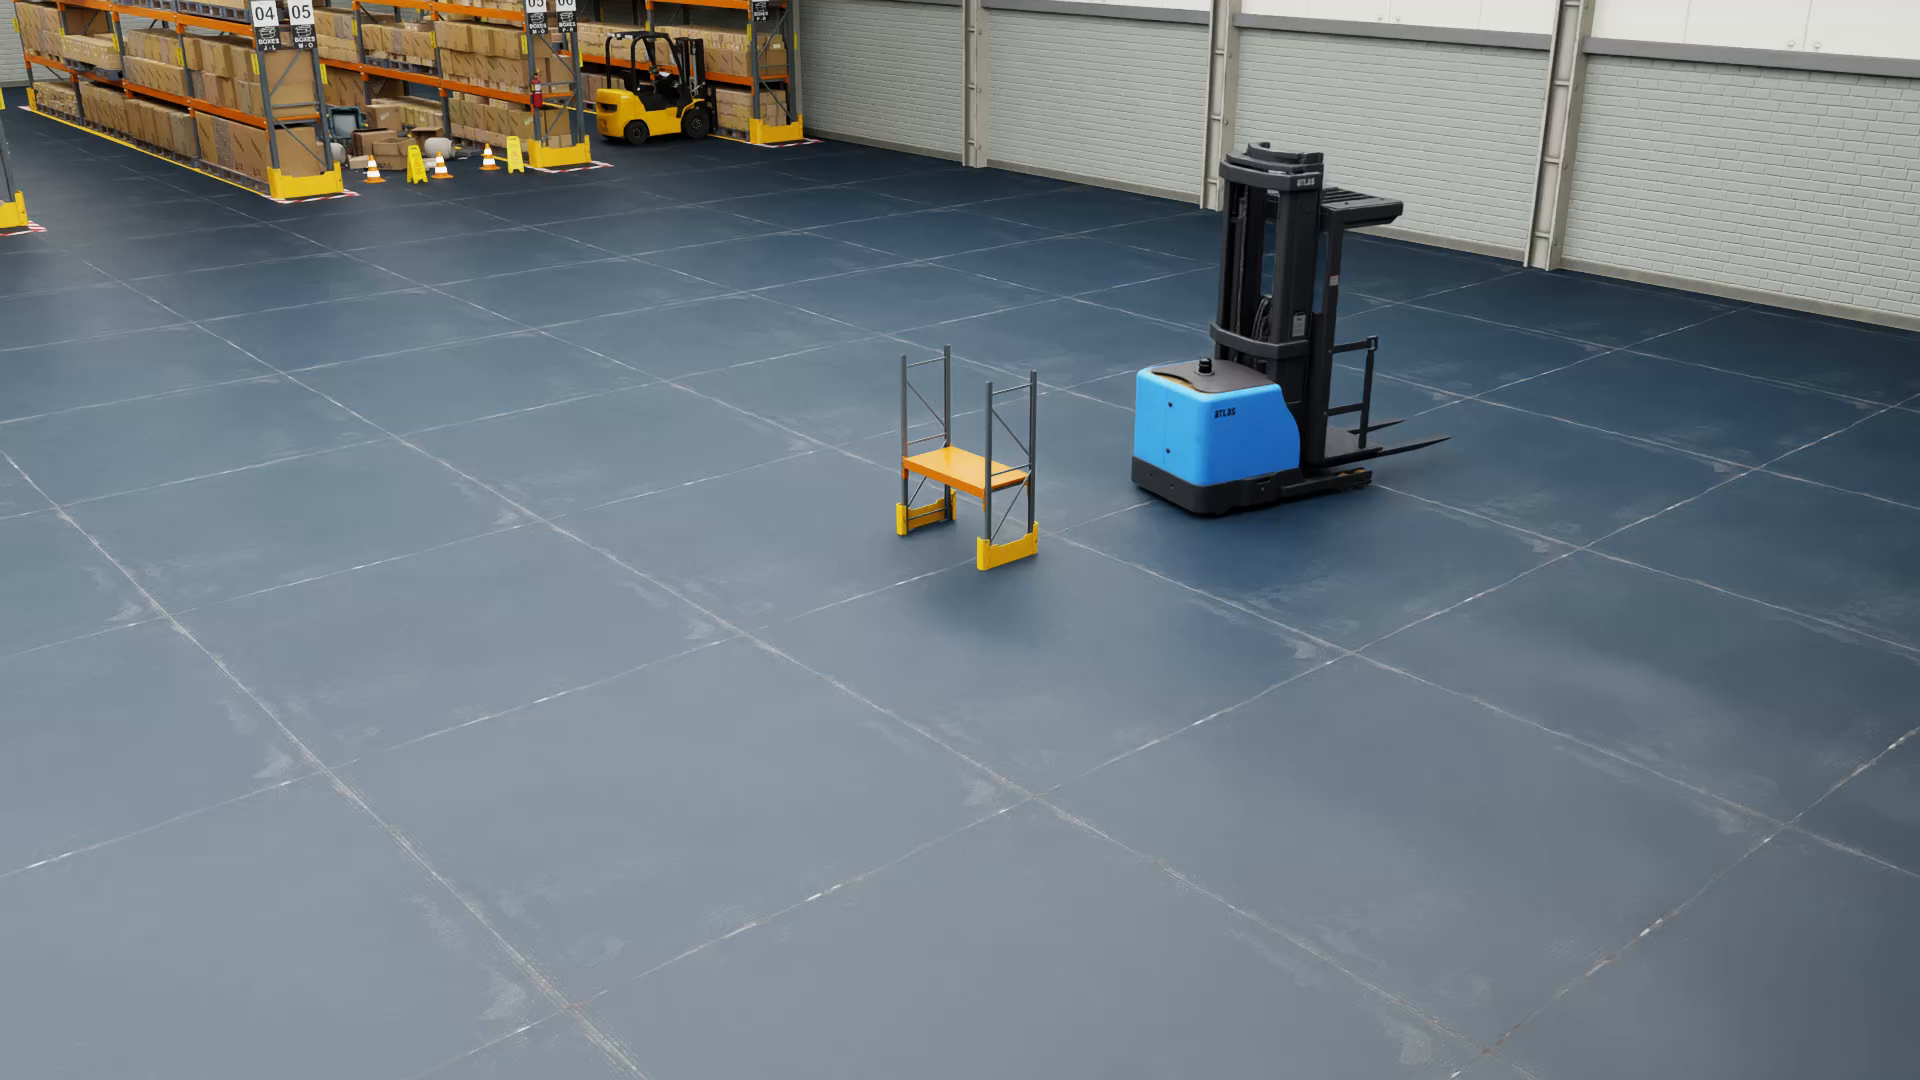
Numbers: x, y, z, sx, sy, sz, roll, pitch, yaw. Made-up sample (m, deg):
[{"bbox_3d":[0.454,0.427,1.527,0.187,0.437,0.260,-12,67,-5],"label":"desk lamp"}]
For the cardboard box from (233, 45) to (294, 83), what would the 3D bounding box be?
[{"bbox_3d":[-11.938,-8.201,28.622,0.875,0.550,0.550,-17,27,-37],"label":"cardboard box"}]

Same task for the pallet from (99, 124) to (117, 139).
[{"bbox_3d":[-17.819,-8.851,35.793,1.003,0.211,1.213,-17,27,-37],"label":"pallet"}]

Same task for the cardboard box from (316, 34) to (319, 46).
[{"bbox_3d":[-14.700,-11.599,38.505,0.500,0.250,0.500,-17,27,-37],"label":"cardboard box"}]

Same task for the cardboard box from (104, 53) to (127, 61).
[{"bbox_3d":[-17.185,-9.842,33.859,0.380,0.149,0.250,-17,27,-36],"label":"cardboard box"}]

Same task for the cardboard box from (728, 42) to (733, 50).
[{"bbox_3d":[-4.605,-10.303,34.649,0.380,0.149,0.250,-17,27,-36],"label":"cardboard box"}]

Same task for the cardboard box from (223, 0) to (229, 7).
[{"bbox_3d":[-12.266,-9.130,28.199,0.380,0.149,0.250,-17,27,-37],"label":"cardboard box"}]

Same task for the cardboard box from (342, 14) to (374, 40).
[{"bbox_3d":[-13.370,-11.395,36.957,0.500,0.500,0.500,-18,28,-39],"label":"cardboard box"}]

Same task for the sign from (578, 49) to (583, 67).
[{"bbox_3d":[-7.201,-9.125,31.481,0.100,0.325,0.005,-17,27,-37],"label":"sign"}]

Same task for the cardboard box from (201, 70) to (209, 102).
[{"bbox_3d":[-13.281,-8.316,30.396,0.875,0.550,0.550,-17,27,-37],"label":"cardboard box"}]

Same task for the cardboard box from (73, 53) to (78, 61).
[{"bbox_3d":[-18.712,-10.347,35.557,0.380,0.149,0.250,-17,27,-37],"label":"cardboard box"}]

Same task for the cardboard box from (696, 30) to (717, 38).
[{"bbox_3d":[-5.405,-10.807,35.529,0.380,0.149,0.250,-17,27,-37],"label":"cardboard box"}]

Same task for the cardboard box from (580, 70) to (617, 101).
[{"bbox_3d":[-8.679,-10.900,39.880,0.875,0.625,0.625,-16,27,-36],"label":"cardboard box"}]

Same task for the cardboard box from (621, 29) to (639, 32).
[{"bbox_3d":[-7.430,-11.459,37.600,0.380,0.149,0.250,-19,28,-39],"label":"cardboard box"}]

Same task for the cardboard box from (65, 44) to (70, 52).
[{"bbox_3d":[-19.050,-10.629,35.870,0.380,0.149,0.250,-18,28,-38],"label":"cardboard box"}]

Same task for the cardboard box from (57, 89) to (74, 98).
[{"bbox_3d":[-20.280,-10.154,37.814,0.380,0.149,0.250,-19,28,-40],"label":"cardboard box"}]

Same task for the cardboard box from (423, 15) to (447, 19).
[{"bbox_3d":[-14.206,-14.075,45.104,0.500,0.250,0.500,-17,27,-37],"label":"cardboard box"}]

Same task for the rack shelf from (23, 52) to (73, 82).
[{"bbox_3d":[-20.434,-10.919,38.236,1.077,0.370,4.000,-17,27,-37],"label":"rack shelf"}]

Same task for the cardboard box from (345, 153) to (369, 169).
[{"bbox_3d":[-11.390,-7.182,31.456,0.396,0.266,0.258,-12,25,-28],"label":"cardboard box"}]

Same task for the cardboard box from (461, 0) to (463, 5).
[{"bbox_3d":[-9.532,-10.550,32.538,0.380,0.149,0.250,-19,28,-39],"label":"cardboard box"}]

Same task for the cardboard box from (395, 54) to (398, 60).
[{"bbox_3d":[-11.866,-10.377,35.634,0.380,0.149,0.250,-16,27,-35],"label":"cardboard box"}]

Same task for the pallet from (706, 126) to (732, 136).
[{"bbox_3d":[-5.177,-9.015,36.211,1.003,0.211,1.213,-17,27,-37],"label":"pallet"}]

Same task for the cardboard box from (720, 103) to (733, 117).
[{"bbox_3d":[-4.728,-9.124,35.176,0.500,0.250,0.500,-18,28,-38],"label":"cardboard box"}]

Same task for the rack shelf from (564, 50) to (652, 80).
[{"bbox_3d":[-7.770,-11.098,38.692,1.077,0.370,4.000,-17,27,-37],"label":"rack shelf"}]

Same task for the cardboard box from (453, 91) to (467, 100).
[{"bbox_3d":[-10.006,-8.988,33.595,0.380,0.149,0.250,-17,27,-37],"label":"cardboard box"}]

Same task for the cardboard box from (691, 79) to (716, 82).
[{"bbox_3d":[-5.655,-10.035,36.815,0.500,0.250,0.500,-18,28,-38],"label":"cardboard box"}]

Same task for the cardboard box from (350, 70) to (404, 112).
[{"bbox_3d":[-13.222,-10.220,37.801,0.875,0.875,0.875,-18,28,-38],"label":"cardboard box"}]

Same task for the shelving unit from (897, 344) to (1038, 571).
[{"bbox_3d":[0.050,-0.677,13.157,0.587,1.500,1.083,-17,27,-37],"label":"shelving unit"}]

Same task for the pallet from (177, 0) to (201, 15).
[{"bbox_3d":[-13.381,-9.618,29.936,1.003,0.211,1.213,-17,27,-37],"label":"pallet"}]

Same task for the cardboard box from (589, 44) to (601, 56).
[{"bbox_3d":[-8.305,-11.454,38.821,0.500,0.250,0.500,-19,28,-39],"label":"cardboard box"}]

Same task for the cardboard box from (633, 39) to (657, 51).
[{"bbox_3d":[-6.979,-11.118,37.277,0.500,0.250,0.500,-18,28,-39],"label":"cardboard box"}]

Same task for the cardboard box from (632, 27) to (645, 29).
[{"bbox_3d":[-7.324,-11.742,38.323,0.380,0.149,0.250,-18,27,-38],"label":"cardboard box"}]

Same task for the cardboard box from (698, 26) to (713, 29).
[{"bbox_3d":[-5.502,-11.148,36.399,0.380,0.149,0.250,-18,28,-38],"label":"cardboard box"}]

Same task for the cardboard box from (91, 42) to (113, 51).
[{"bbox_3d":[-17.695,-10.193,34.349,0.380,0.149,0.250,-16,27,-36],"label":"cardboard box"}]

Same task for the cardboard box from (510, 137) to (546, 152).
[{"bbox_3d":[-8.359,-7.674,32.157,0.500,0.250,0.500,-18,27,-38],"label":"cardboard box"}]

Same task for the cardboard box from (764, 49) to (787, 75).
[{"bbox_3d":[-3.967,-10.025,34.829,0.500,0.500,0.500,-16,27,-36],"label":"cardboard box"}]

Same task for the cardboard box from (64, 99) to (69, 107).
[{"bbox_3d":[-19.950,-9.861,37.474,0.380,0.149,0.250,-19,28,-39],"label":"cardboard box"}]

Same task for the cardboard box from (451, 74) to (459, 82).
[{"bbox_3d":[-10.056,-9.360,33.613,0.380,0.149,0.250,-16,27,-36],"label":"cardboard box"}]

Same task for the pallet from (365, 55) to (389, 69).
[{"bbox_3d":[-12.288,-10.542,36.549,1.213,0.211,1.003,-17,27,-37],"label":"pallet"}]

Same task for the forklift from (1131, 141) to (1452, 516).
[{"bbox_3d":[3.044,-1.942,14.423,3.031,2.935,1.130,-12,24,-27],"label":"forklift"}]

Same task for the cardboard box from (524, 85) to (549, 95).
[{"bbox_3d":[-8.018,-8.528,31.489,0.380,0.149,0.250,-16,27,-36],"label":"cardboard box"}]

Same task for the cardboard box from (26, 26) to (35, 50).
[{"bbox_3d":[-21.288,-11.660,38.596,0.500,0.500,0.500,-17,27,-37],"label":"cardboard box"}]

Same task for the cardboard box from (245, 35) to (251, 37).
[{"bbox_3d":[-17.609,-12.725,41.724,0.500,0.500,0.500,-18,28,-38],"label":"cardboard box"}]

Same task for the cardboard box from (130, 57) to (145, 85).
[{"bbox_3d":[-16.095,-9.315,33.016,0.500,0.500,0.500,-18,28,-38],"label":"cardboard box"}]

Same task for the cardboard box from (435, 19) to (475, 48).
[{"bbox_3d":[-10.100,-10.175,33.434,0.700,0.500,0.500,-18,28,-38],"label":"cardboard box"}]

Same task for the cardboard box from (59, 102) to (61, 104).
[{"bbox_3d":[-20.438,-9.971,38.162,0.380,0.149,0.250,-17,27,-36],"label":"cardboard box"}]

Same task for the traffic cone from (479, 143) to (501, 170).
[{"bbox_3d":[-8.870,-7.223,31.291,0.336,0.463,0.334,-17,27,-37],"label":"traffic cone"}]

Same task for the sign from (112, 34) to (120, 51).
[{"bbox_3d":[-16.923,-9.967,33.339,0.100,0.325,0.005,-17,27,-37],"label":"sign"}]

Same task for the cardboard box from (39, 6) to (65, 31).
[{"bbox_3d":[-20.306,-11.704,37.337,0.500,0.500,0.500,-17,27,-36],"label":"cardboard box"}]

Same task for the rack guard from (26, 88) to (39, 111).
[{"bbox_3d":[-21.690,-10.622,39.918,1.175,0.500,0.348,-17,27,-37],"label":"rack guard"}]

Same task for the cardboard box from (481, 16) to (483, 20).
[{"bbox_3d":[-12.458,-13.983,43.842,0.500,0.500,0.500,-18,28,-39],"label":"cardboard box"}]

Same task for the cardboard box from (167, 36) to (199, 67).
[{"bbox_3d":[-14.573,-9.281,31.558,0.700,0.500,0.500,-18,28,-38],"label":"cardboard box"}]

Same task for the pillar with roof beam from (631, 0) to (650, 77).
[{"bbox_3d":[-10.804,-13.608,35.889,9.100,9.000,0.400,-17,27,-37],"label":"pillar with roof beam"}]

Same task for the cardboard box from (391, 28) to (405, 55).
[{"bbox_3d":[-11.698,-10.576,35.254,0.500,0.500,0.500,-19,28,-39],"label":"cardboard box"}]

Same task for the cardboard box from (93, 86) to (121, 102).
[{"bbox_3d":[-18.168,-9.527,35.518,0.500,0.250,0.500,-16,27,-35],"label":"cardboard box"}]
